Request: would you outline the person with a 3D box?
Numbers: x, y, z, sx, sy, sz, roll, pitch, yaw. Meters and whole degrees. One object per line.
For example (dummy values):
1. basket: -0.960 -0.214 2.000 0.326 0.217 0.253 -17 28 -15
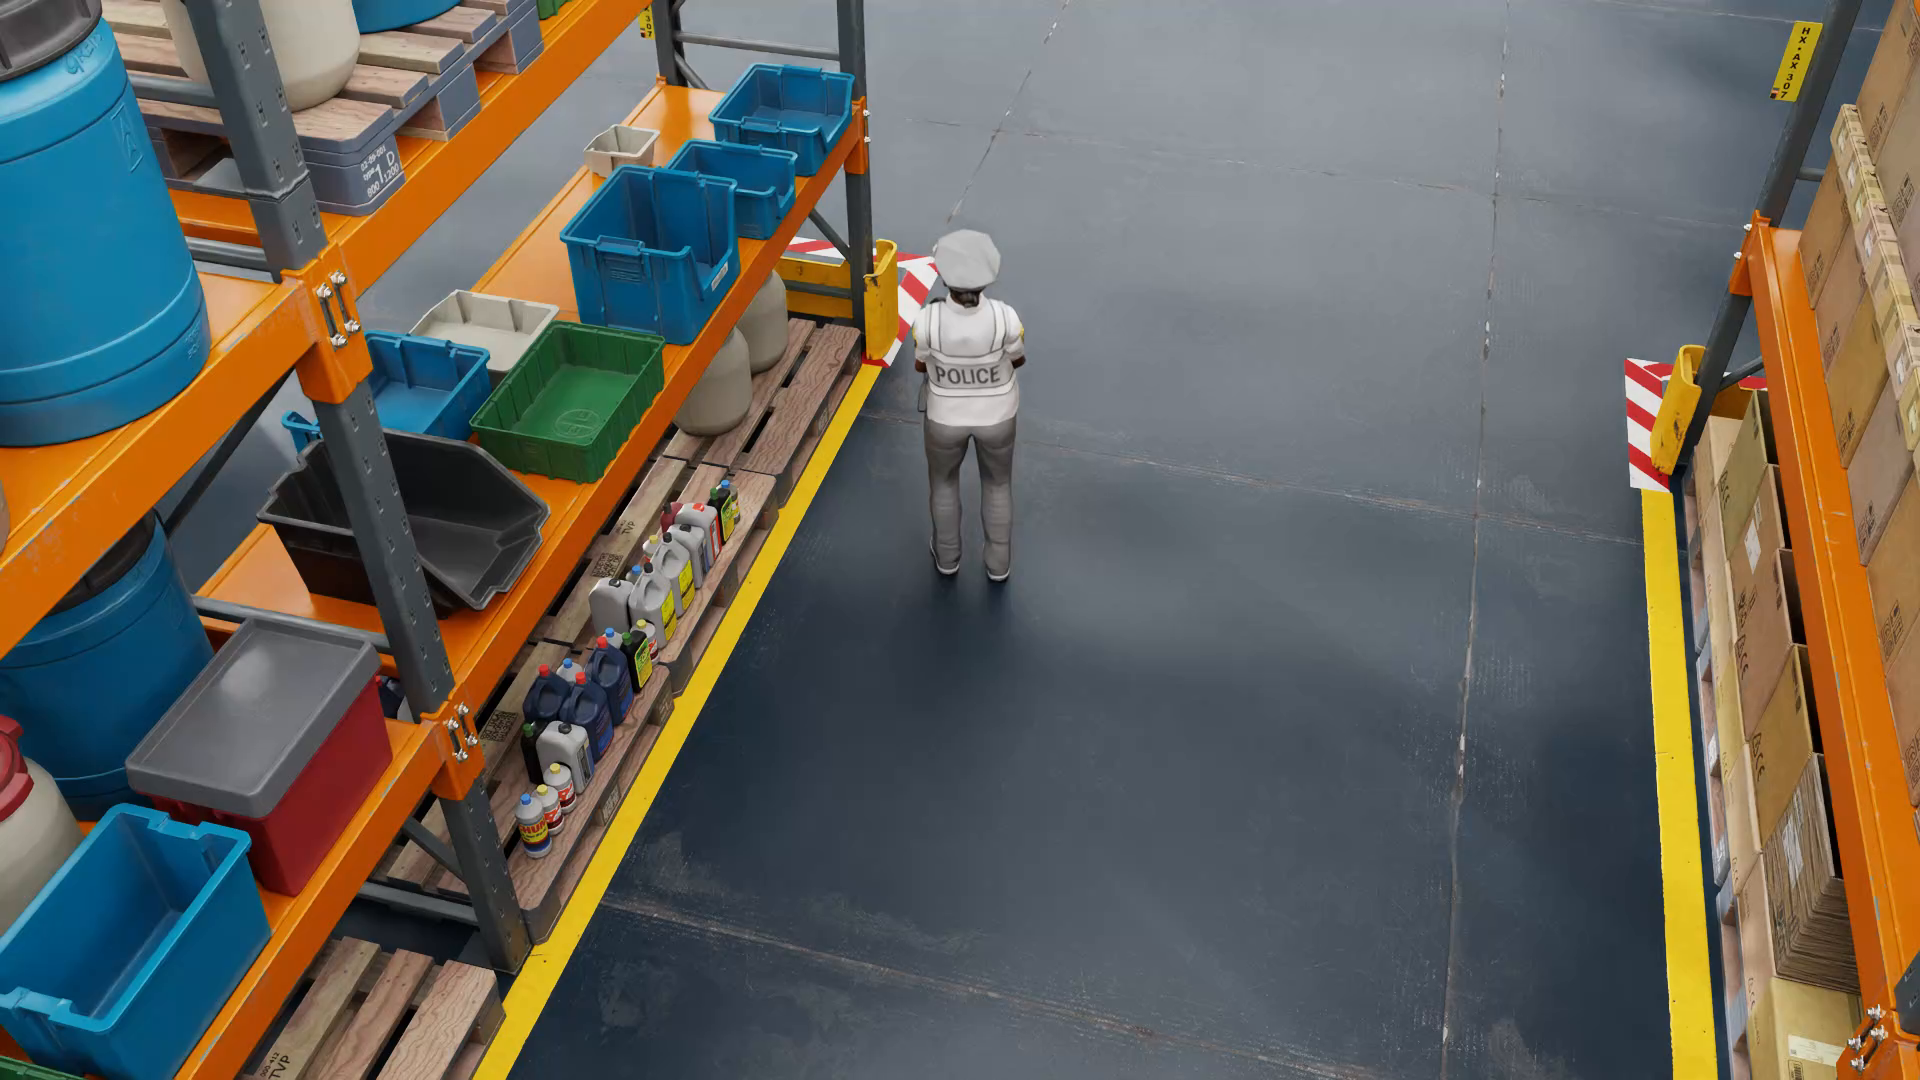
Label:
1. person: 0.037 -0.563 6.781 0.451 1.687 0.536 -2 41 -2
